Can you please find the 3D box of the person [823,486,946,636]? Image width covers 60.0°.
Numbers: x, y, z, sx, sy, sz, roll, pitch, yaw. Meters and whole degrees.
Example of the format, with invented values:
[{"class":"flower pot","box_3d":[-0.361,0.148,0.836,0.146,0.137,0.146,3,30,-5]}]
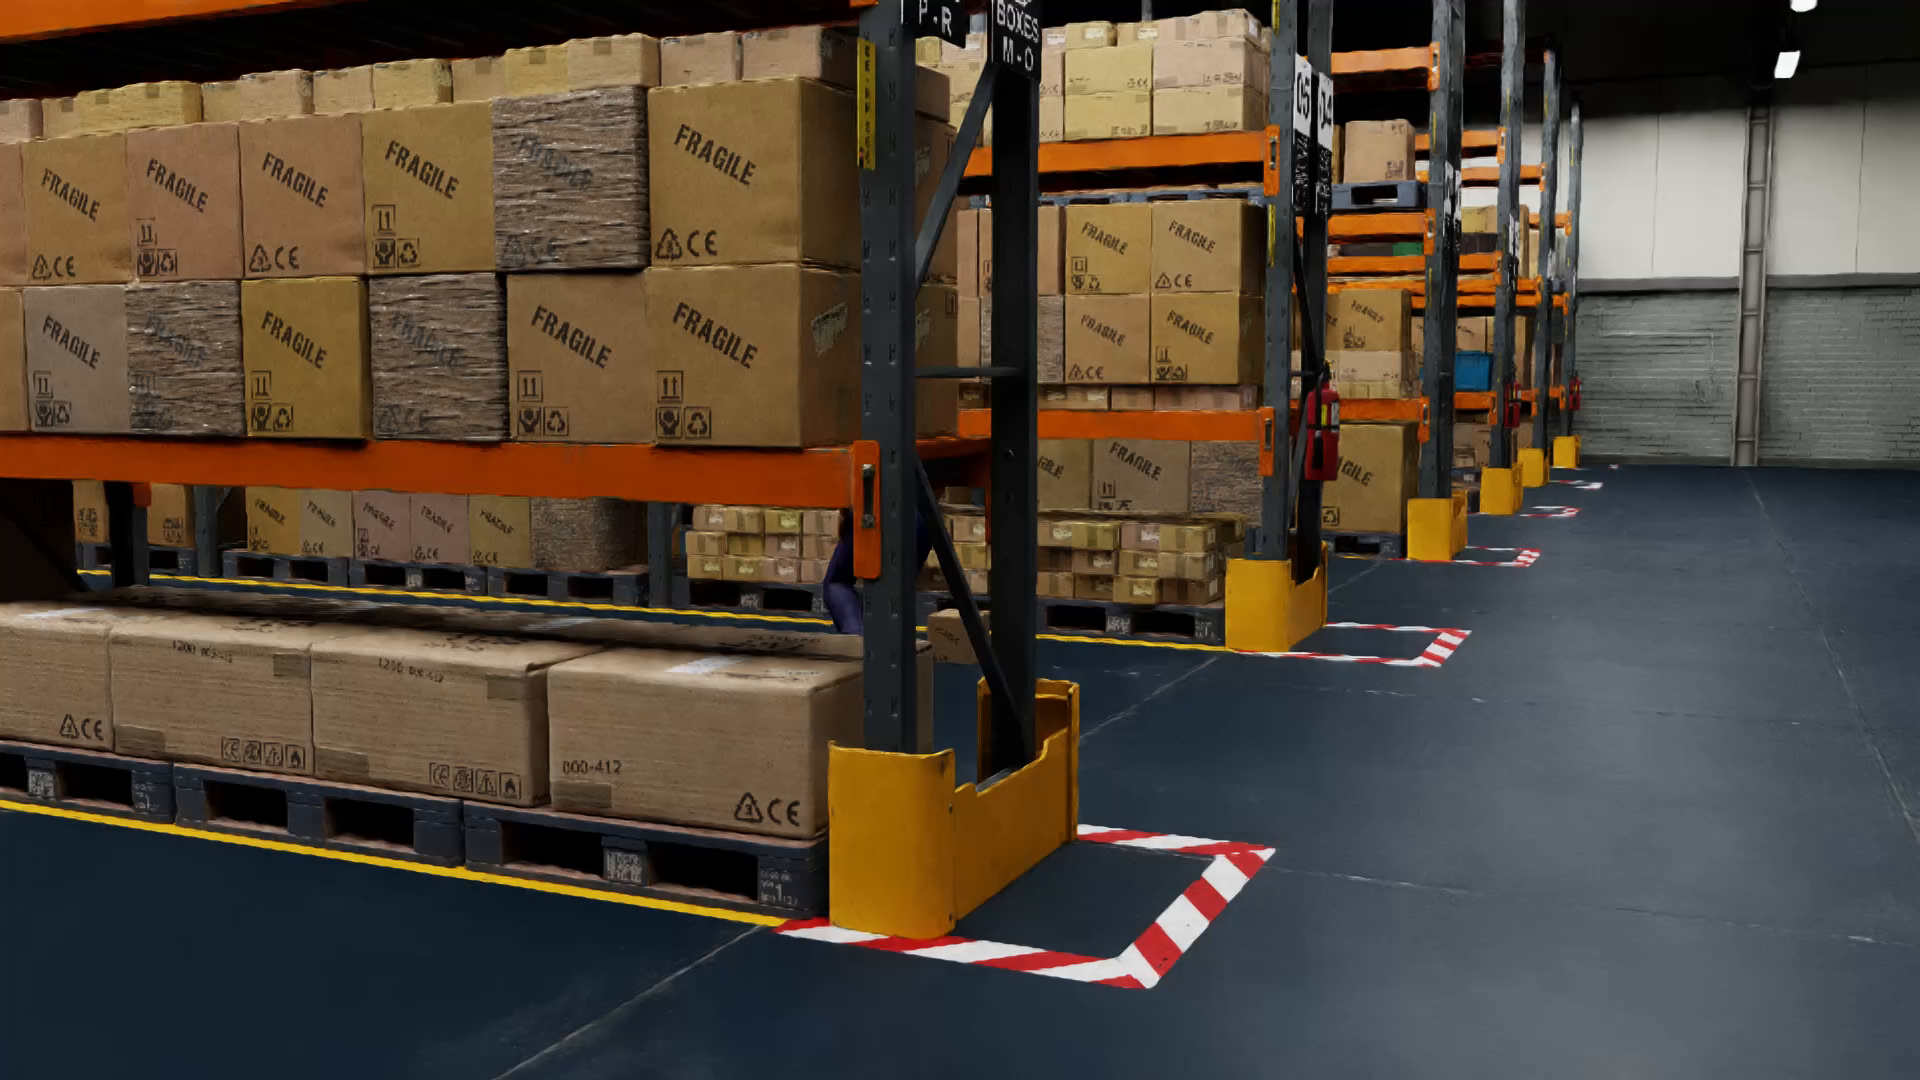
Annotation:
[{"class":"person","box_3d":[-0.358,-0.073,7.777,0.647,1.598,0.457,-3,6,-28]}]
